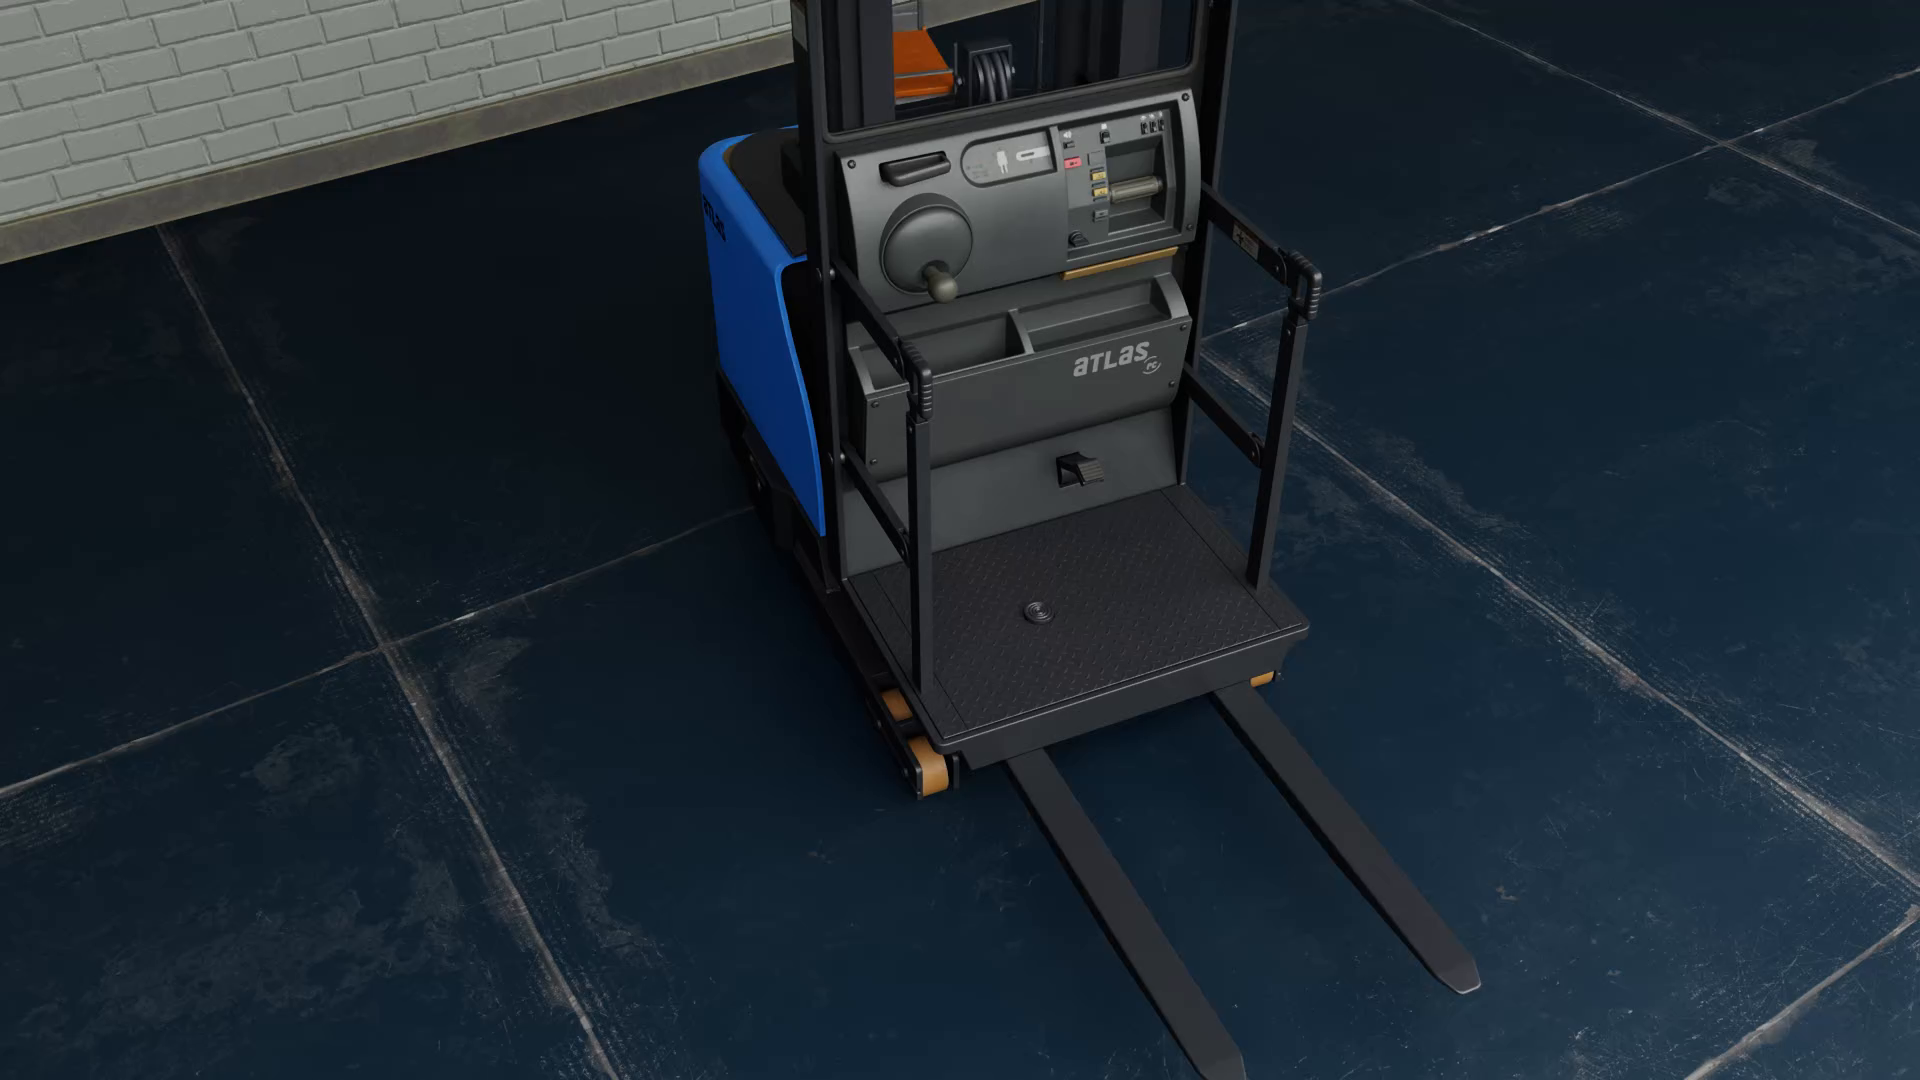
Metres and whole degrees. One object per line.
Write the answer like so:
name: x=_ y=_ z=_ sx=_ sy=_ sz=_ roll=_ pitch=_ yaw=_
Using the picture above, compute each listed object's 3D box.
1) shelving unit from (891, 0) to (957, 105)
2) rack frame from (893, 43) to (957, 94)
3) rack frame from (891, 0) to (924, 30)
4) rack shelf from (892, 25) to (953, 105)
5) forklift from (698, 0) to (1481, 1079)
shelving unit: x=-0.180 y=-1.240 z=5.801 sx=0.258 sy=1.200 sz=0.503 roll=-10 pitch=41 yaw=-11
rack frame: x=-0.118 y=-1.089 z=5.619 sx=0.240 sy=1.200 sz=0.015 roll=-10 pitch=41 yaw=-11
rack frame: x=-0.241 y=-1.391 z=5.982 sx=0.240 sy=1.200 sz=0.015 roll=-10 pitch=41 yaw=-11
rack shelf: x=-0.180 y=-1.542 z=5.549 sx=0.258 sy=0.148 sz=0.480 roll=-10 pitch=41 yaw=-11
forklift: x=0.250 y=-0.761 z=3.874 sx=1.130 sy=2.935 sz=3.031 roll=-16 pitch=42 yaw=-18
